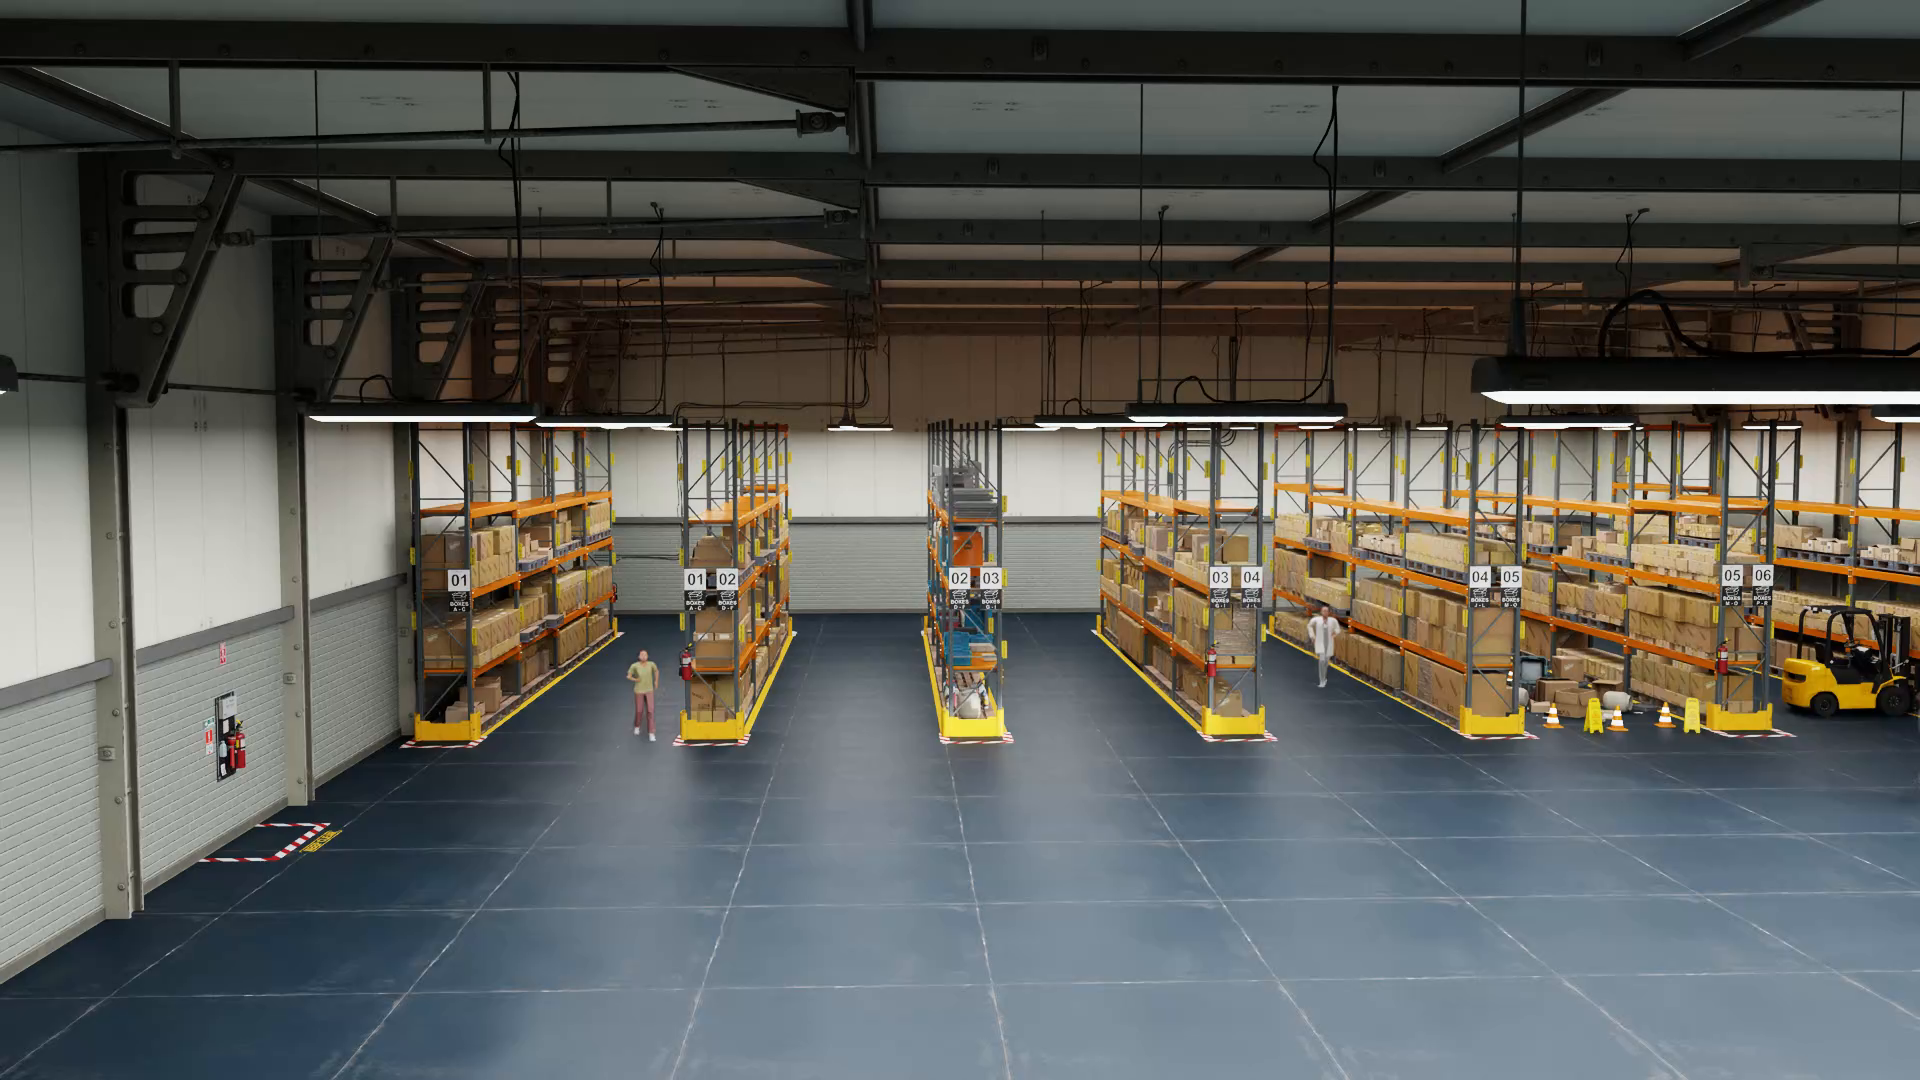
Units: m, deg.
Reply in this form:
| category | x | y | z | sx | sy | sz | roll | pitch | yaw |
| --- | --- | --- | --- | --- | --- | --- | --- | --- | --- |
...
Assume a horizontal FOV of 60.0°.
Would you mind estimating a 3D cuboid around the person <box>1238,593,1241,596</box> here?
| category | x | y | z | sx | sy | sz | roll | pitch | yaw |
| --- | --- | --- | --- | --- | --- | --- | --- | --- | --- |
| person | 7.820 | 1.980 | 45.556 | 0.496 | 1.590 | 0.727 | -1 | 4 | -11 |

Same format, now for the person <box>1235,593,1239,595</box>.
| category | x | y | z | sx | sy | sz | roll | pitch | yaw |
| --- | --- | --- | --- | --- | --- | --- | --- | --- | --- |
| person | 7.810 | 1.863 | 48.137 | 0.939 | 1.567 | 0.711 | 2 | 4 | 34 |

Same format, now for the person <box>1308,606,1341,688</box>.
| category | x | y | z | sx | sy | sz | roll | pitch | yaw |
| --- | --- | --- | --- | --- | --- | --- | --- | --- | --- |
| person | 8.294 | 2.443 | 37.818 | 0.689 | 1.792 | 0.867 | 0 | 4 | -3 |

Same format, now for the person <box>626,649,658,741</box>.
| category | x | y | z | sx | sy | sz | roll | pitch | yaw |
| --- | --- | --- | --- | --- | --- | --- | --- | --- | --- |
| person | -5.938 | 2.866 | 31.177 | 0.614 | 1.684 | 0.914 | -1 | 4 | -19 |
